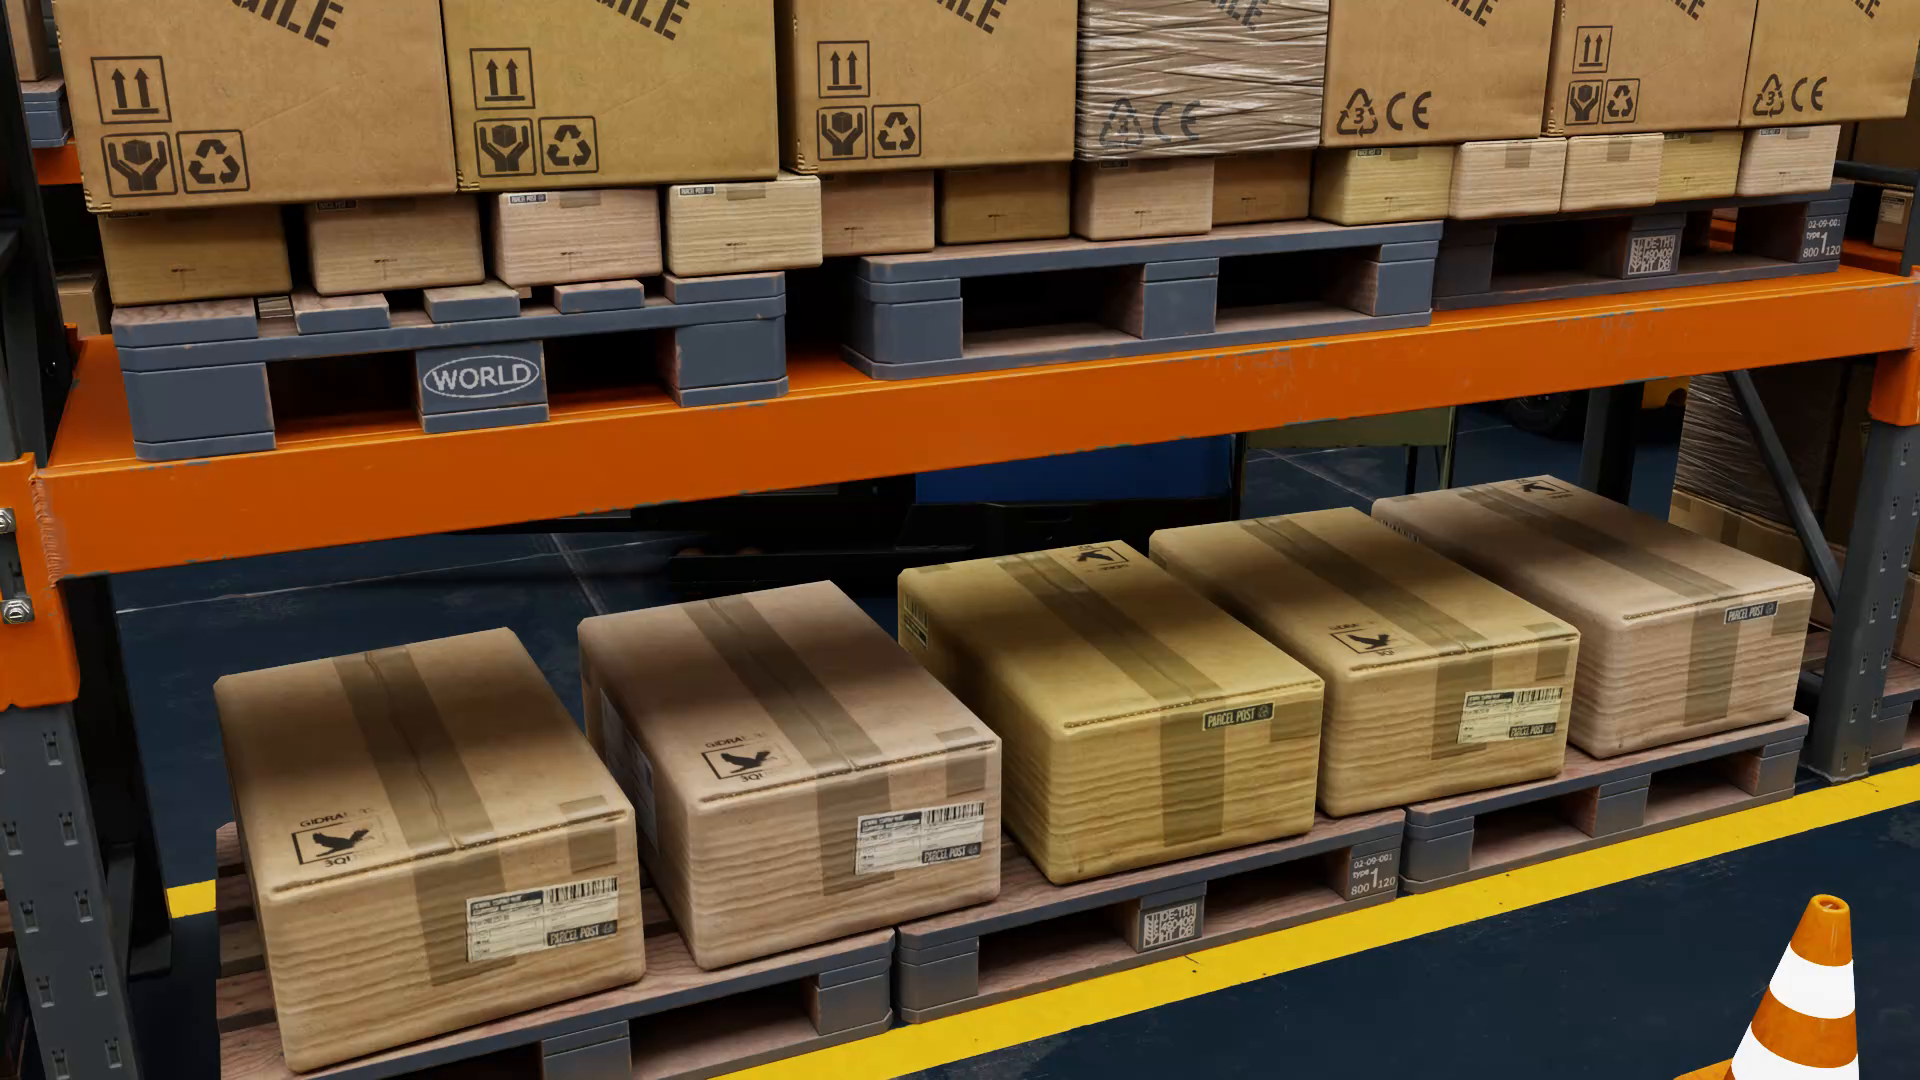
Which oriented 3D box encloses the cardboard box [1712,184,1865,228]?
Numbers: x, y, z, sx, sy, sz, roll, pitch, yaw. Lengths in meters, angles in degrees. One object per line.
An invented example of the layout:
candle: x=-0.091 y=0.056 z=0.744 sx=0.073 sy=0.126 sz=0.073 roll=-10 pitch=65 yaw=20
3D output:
cardboard box: x=2.257 y=-0.963 z=4.619 sx=0.250 sy=0.149 sz=0.380 roll=-8 pitch=21 yaw=-22

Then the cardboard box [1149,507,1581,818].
cardboard box: x=0.943 y=0.260 z=4.091 sx=0.625 sy=0.372 sz=0.950 roll=-7 pitch=21 yaw=-19

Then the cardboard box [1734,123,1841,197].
cardboard box: x=1.719 y=-0.874 z=3.734 sx=0.250 sy=0.149 sz=0.380 roll=-8 pitch=21 yaw=-21

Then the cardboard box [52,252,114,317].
cardboard box: x=-4.058 y=-0.983 z=7.427 sx=0.500 sy=0.500 sz=0.500 roll=-7 pitch=21 yaw=-20

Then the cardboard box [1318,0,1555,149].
cardboard box: x=0.818 y=-1.070 z=3.313 sx=0.500 sy=0.500 sz=0.500 roll=-7 pitch=21 yaw=-20

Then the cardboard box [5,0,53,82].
cardboard box: x=-4.094 y=-2.159 z=6.853 sx=0.500 sy=0.500 sz=0.500 roll=-7 pitch=21 yaw=-19

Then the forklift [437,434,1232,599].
forklift: x=-0.629 y=-1.369 z=5.496 sx=3.031 sy=2.935 sz=1.130 roll=-1 pitch=19 yaw=-4

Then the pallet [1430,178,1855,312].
pallet: x=1.323 y=-0.800 z=4.066 sx=1.213 sy=0.211 sz=1.003 roll=-8 pitch=21 yaw=-22

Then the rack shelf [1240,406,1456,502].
rack shelf: x=1.300 y=-0.381 z=5.826 sx=0.720 sy=0.370 sz=0.431 roll=-1 pitch=19 yaw=-4

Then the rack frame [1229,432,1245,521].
rack frame: x=0.935 y=-0.680 z=5.695 sx=0.023 sy=1.500 sz=0.400 roll=-1 pitch=19 yaw=-4

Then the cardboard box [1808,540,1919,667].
cardboard box: x=2.731 y=0.157 z=4.567 sx=0.500 sy=0.250 sz=0.500 roll=-9 pitch=21 yaw=-24

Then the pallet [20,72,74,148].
pallet: x=-4.154 y=-1.732 z=6.715 sx=1.003 sy=0.211 sz=1.213 roll=-8 pitch=21 yaw=-22

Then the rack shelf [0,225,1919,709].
rack shelf: x=0.246 y=-0.344 z=3.566 sx=4.000 sy=0.370 sz=1.077 roll=-8 pitch=21 yaw=-22

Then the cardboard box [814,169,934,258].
cardboard box: x=-0.225 y=-0.620 z=3.013 sx=0.250 sy=0.149 sz=0.380 roll=-7 pitch=21 yaw=-19

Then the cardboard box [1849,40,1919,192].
cardboard box: x=2.597 y=-1.107 z=4.051 sx=0.500 sy=0.500 sz=0.500 roll=-8 pitch=21 yaw=-22

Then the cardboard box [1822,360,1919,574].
cardboard box: x=2.731 y=-0.197 z=4.443 sx=0.500 sy=0.500 sz=0.500 roll=-7 pitch=21 yaw=-19

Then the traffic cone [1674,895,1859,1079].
traffic cone: x=1.498 y=0.840 z=2.939 sx=0.334 sy=0.463 sz=0.336 roll=-8 pitch=21 yaw=-22

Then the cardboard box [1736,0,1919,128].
cardboard box: x=1.749 y=-1.201 z=3.686 sx=0.500 sy=0.500 sz=0.500 roll=-9 pitch=21 yaw=-23

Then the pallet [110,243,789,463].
pallet: x=-0.978 y=-0.456 z=3.089 sx=1.003 sy=0.211 sz=1.213 roll=-8 pitch=21 yaw=-22

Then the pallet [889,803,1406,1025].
pallet: x=0.246 y=0.633 z=3.905 sx=1.213 sy=0.211 sz=1.003 roll=-8 pitch=21 yaw=-22

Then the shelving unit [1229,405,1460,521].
shelving unit: x=1.300 y=-0.688 z=5.718 sx=0.755 sy=1.500 sz=0.431 roll=-1 pitch=19 yaw=-4

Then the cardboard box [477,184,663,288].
cardboard box: x=-0.676 y=-0.535 z=2.770 sx=0.250 sy=0.149 sz=0.380 roll=-10 pitch=22 yaw=-25

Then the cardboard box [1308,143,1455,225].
cardboard box: x=0.777 y=-0.744 z=3.366 sx=0.250 sy=0.149 sz=0.380 roll=-8 pitch=21 yaw=-22

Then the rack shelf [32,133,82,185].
rack shelf: x=-5.396 y=-1.331 z=6.369 sx=4.000 sy=0.370 sz=1.077 roll=-8 pitch=21 yaw=-22

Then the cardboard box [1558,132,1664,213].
cardboard box: x=1.248 y=-0.800 z=3.524 sx=0.250 sy=0.149 sz=0.380 roll=-9 pitch=21 yaw=-23

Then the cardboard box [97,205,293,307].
cardboard box: x=-1.218 y=-0.486 z=2.631 sx=0.250 sy=0.149 sz=0.380 roll=-9 pitch=22 yaw=-25

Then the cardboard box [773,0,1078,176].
cardboard box: x=-0.125 y=-0.937 z=2.936 sx=0.500 sy=0.500 sz=0.500 roll=-8 pitch=21 yaw=-21

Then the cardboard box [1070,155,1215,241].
cardboard box: x=0.285 y=-0.684 z=3.193 sx=0.250 sy=0.149 sz=0.380 roll=-7 pitch=21 yaw=-20

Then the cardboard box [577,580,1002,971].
cardboard box: x=-0.393 y=0.450 z=3.551 sx=0.625 sy=0.372 sz=0.950 roll=-9 pitch=21 yaw=-23

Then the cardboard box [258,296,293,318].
cardboard box: x=-2.982 y=-1.089 z=7.543 sx=0.625 sy=0.625 sz=0.875 roll=-7 pitch=21 yaw=-20

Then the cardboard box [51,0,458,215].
cardboard box: x=-1.085 y=-0.794 z=2.531 sx=0.500 sy=0.500 sz=0.500 roll=-9 pitch=21 yaw=-23

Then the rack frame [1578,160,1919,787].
rack frame: x=2.082 y=-0.946 z=4.194 sx=0.127 sy=3.000 sz=1.000 roll=-8 pitch=21 yaw=-22

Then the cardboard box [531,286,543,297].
cardboard box: x=-1.767 y=-1.266 z=8.045 sx=0.625 sy=0.625 sz=0.875 roll=-9 pitch=21 yaw=-24
